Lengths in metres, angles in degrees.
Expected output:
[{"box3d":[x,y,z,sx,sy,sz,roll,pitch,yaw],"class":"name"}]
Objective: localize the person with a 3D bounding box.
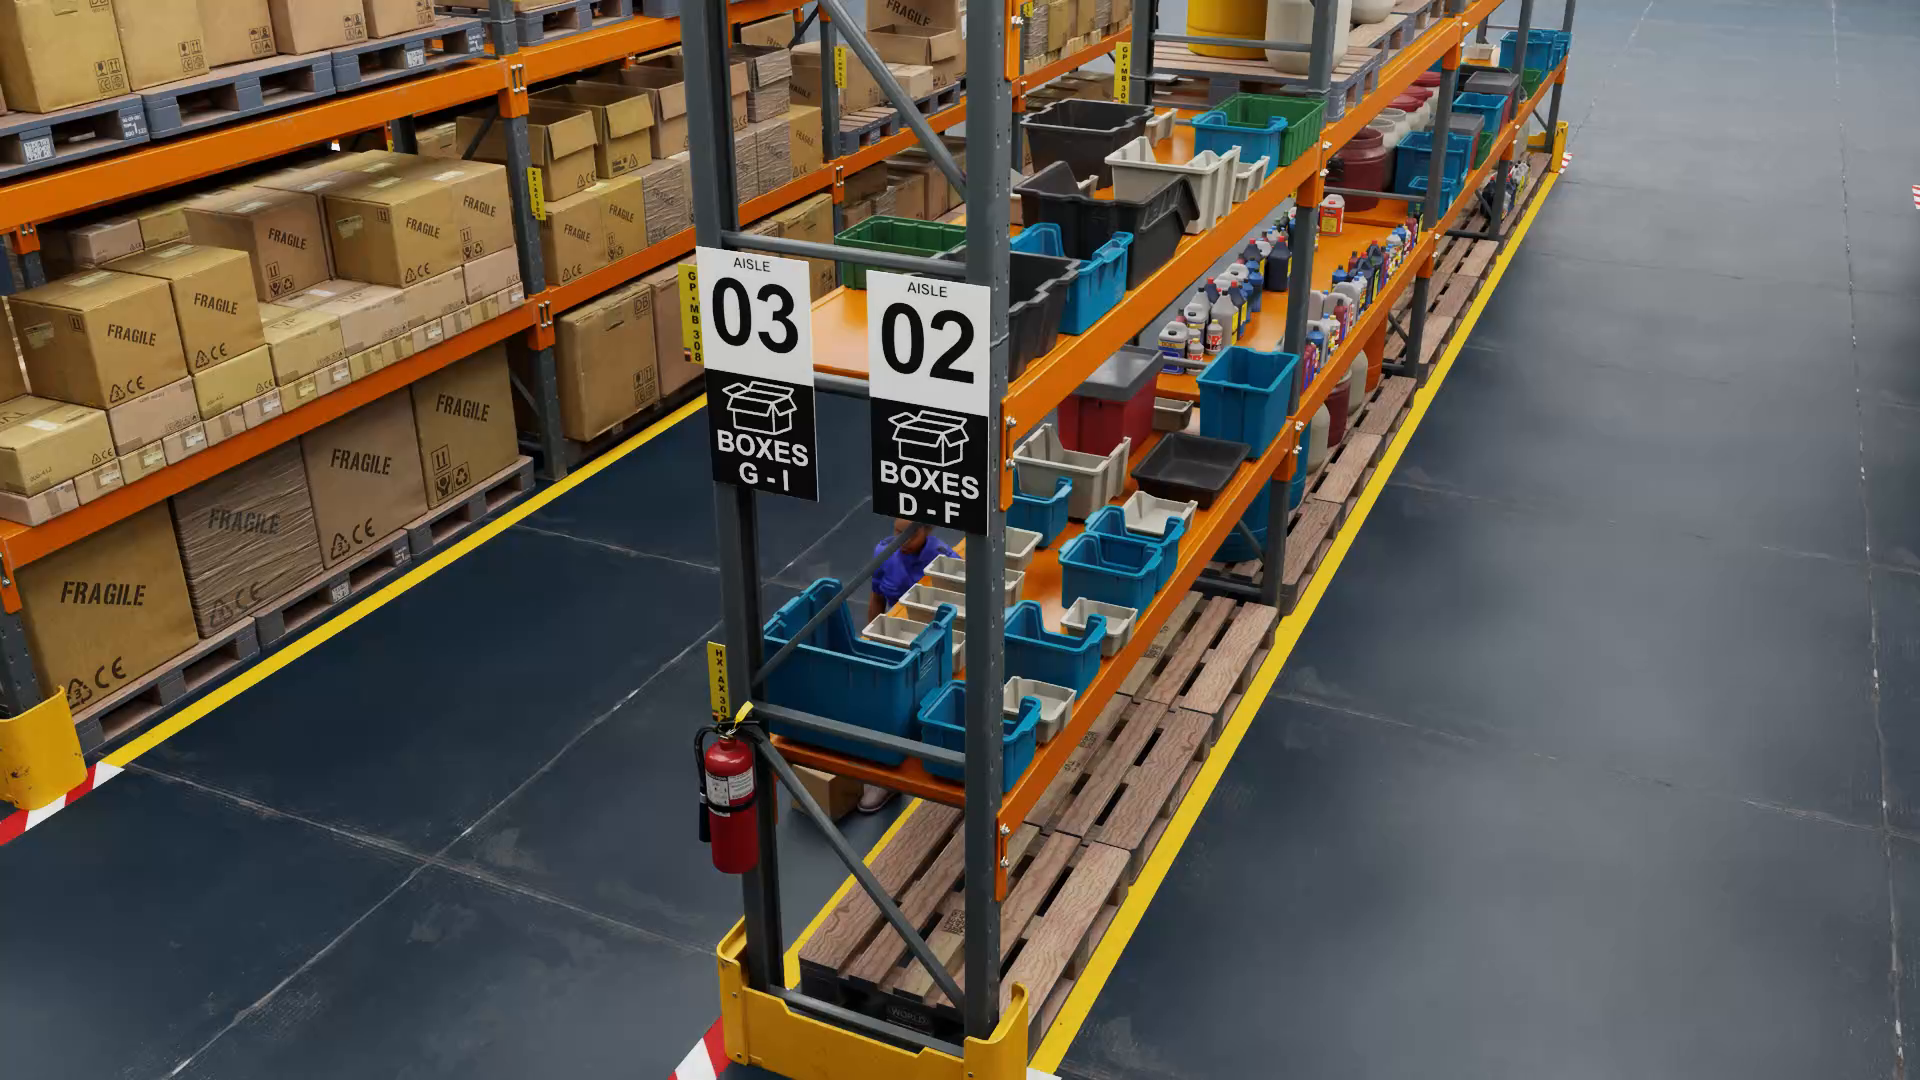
[{"box3d":[-0.207,0.524,7.558,0.518,1.654,0.352,11,28,21],"class":"person"}]
